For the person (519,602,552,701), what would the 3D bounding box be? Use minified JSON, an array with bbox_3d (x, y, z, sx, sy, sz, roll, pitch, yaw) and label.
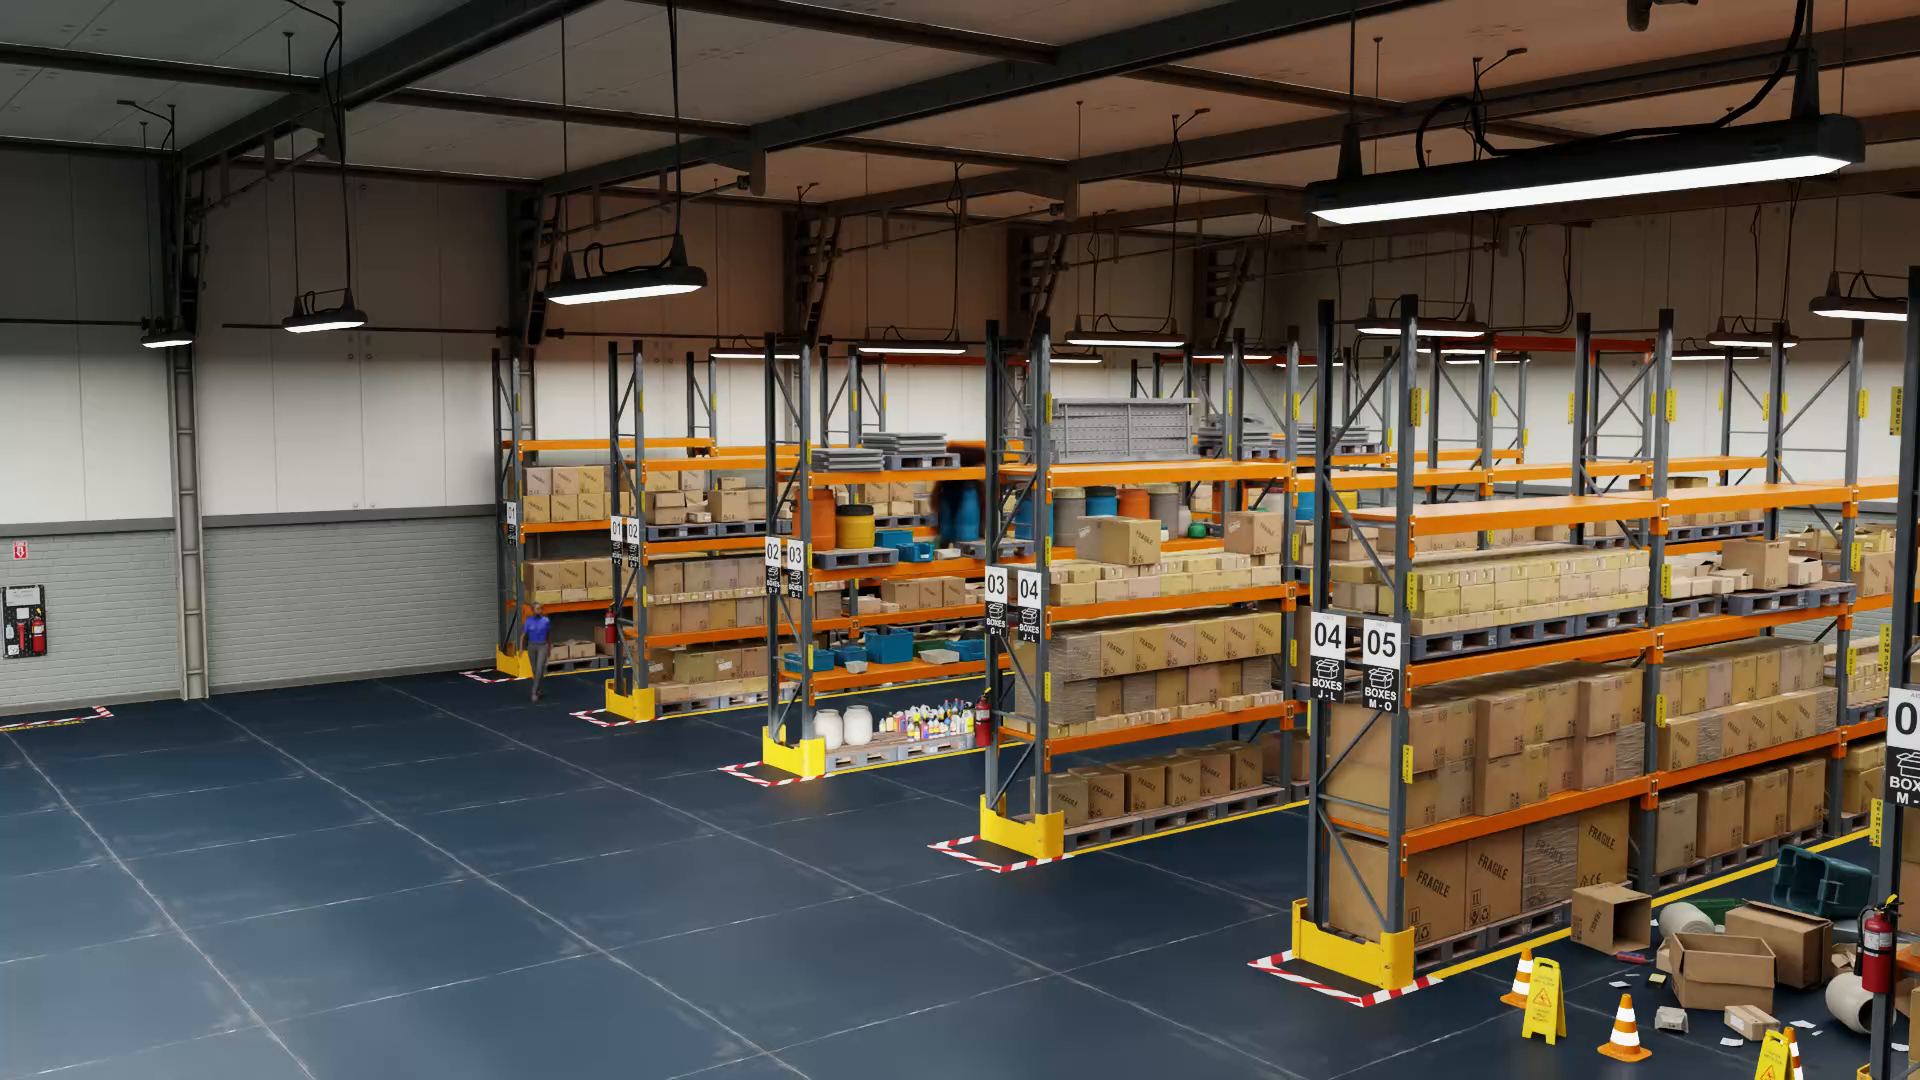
[{"bbox_3d":[-7.199,1.888,28.251,0.452,1.686,0.611,0,5,4],"label":"person"}]
